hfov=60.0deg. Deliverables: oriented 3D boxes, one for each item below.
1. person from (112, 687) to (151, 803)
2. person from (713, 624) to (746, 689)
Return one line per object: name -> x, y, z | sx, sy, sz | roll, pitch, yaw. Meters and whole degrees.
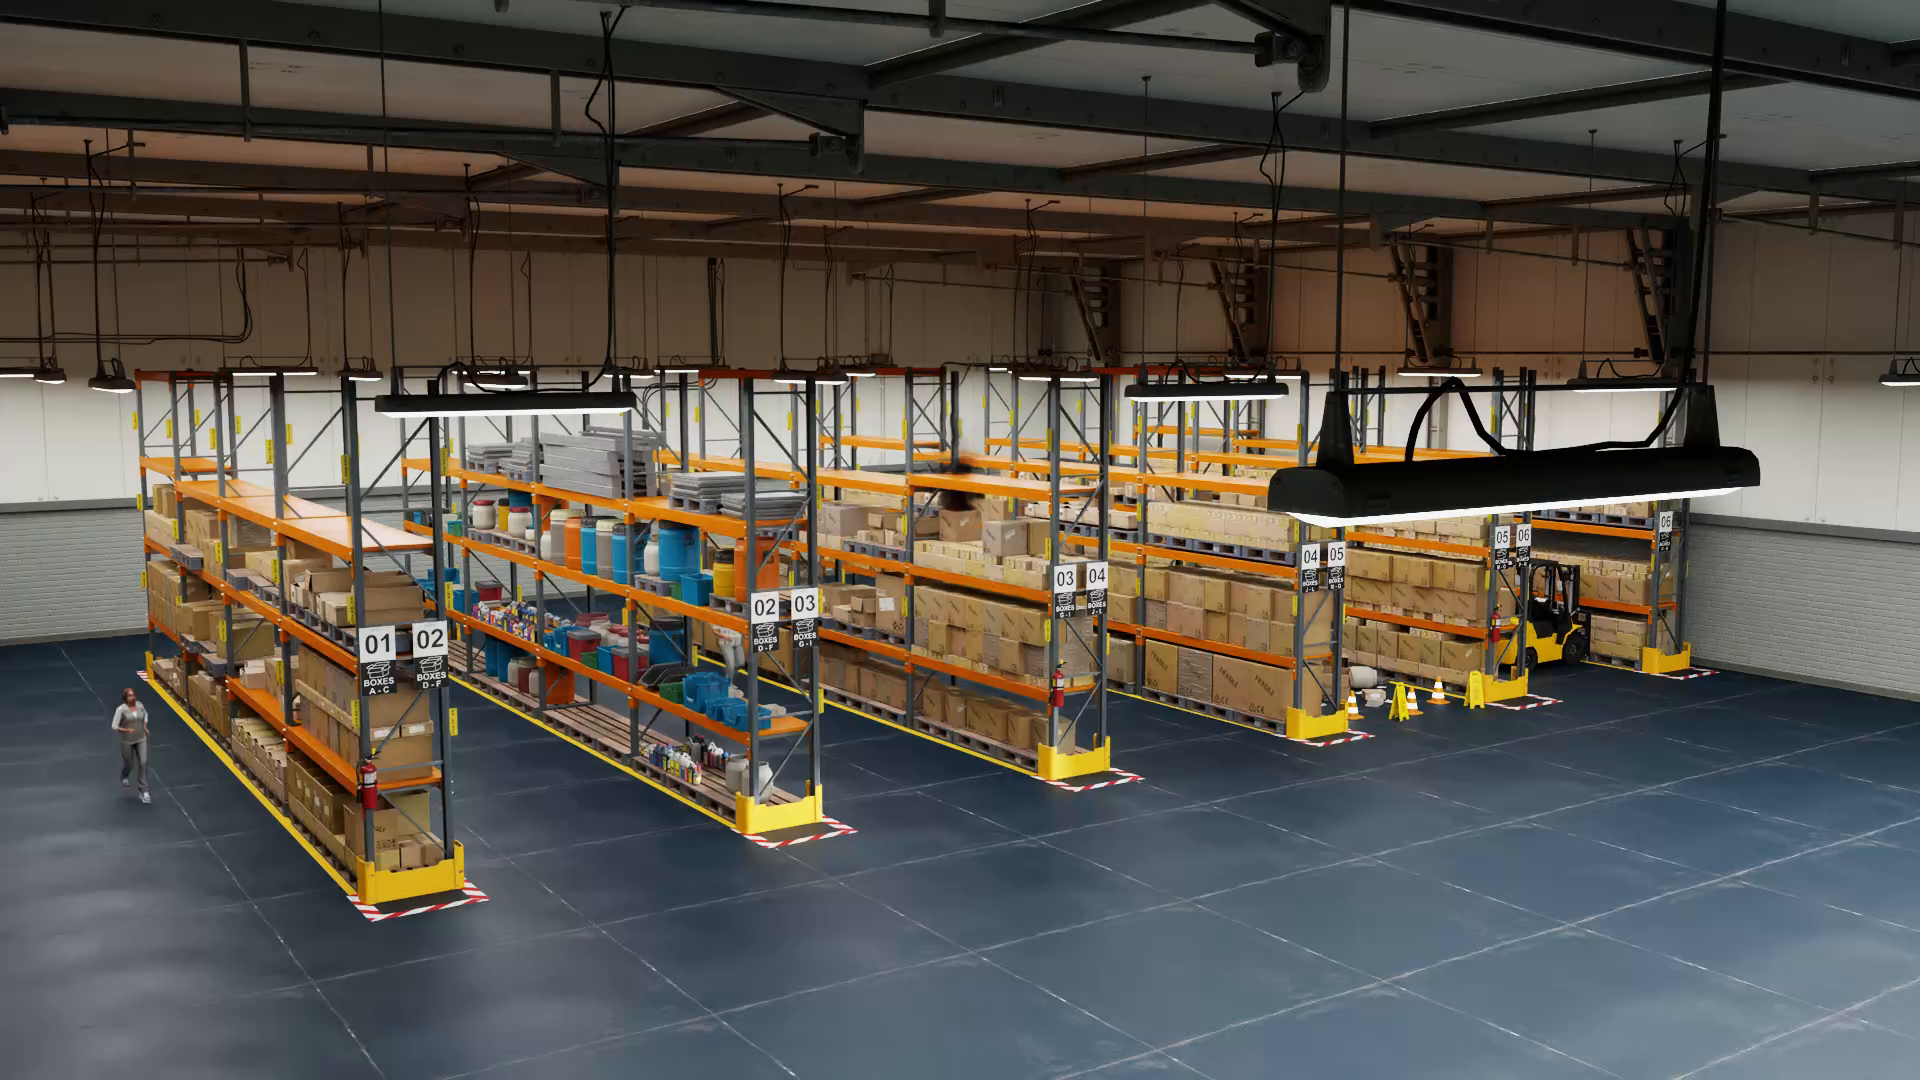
person -> -11.733, 2.875, 23.572 | 0.538, 1.605, 0.877 | -6, 9, -44
person -> -4.314, 1.936, 31.308 | 0.659, 1.732, 0.622 | -5, 8, -40
